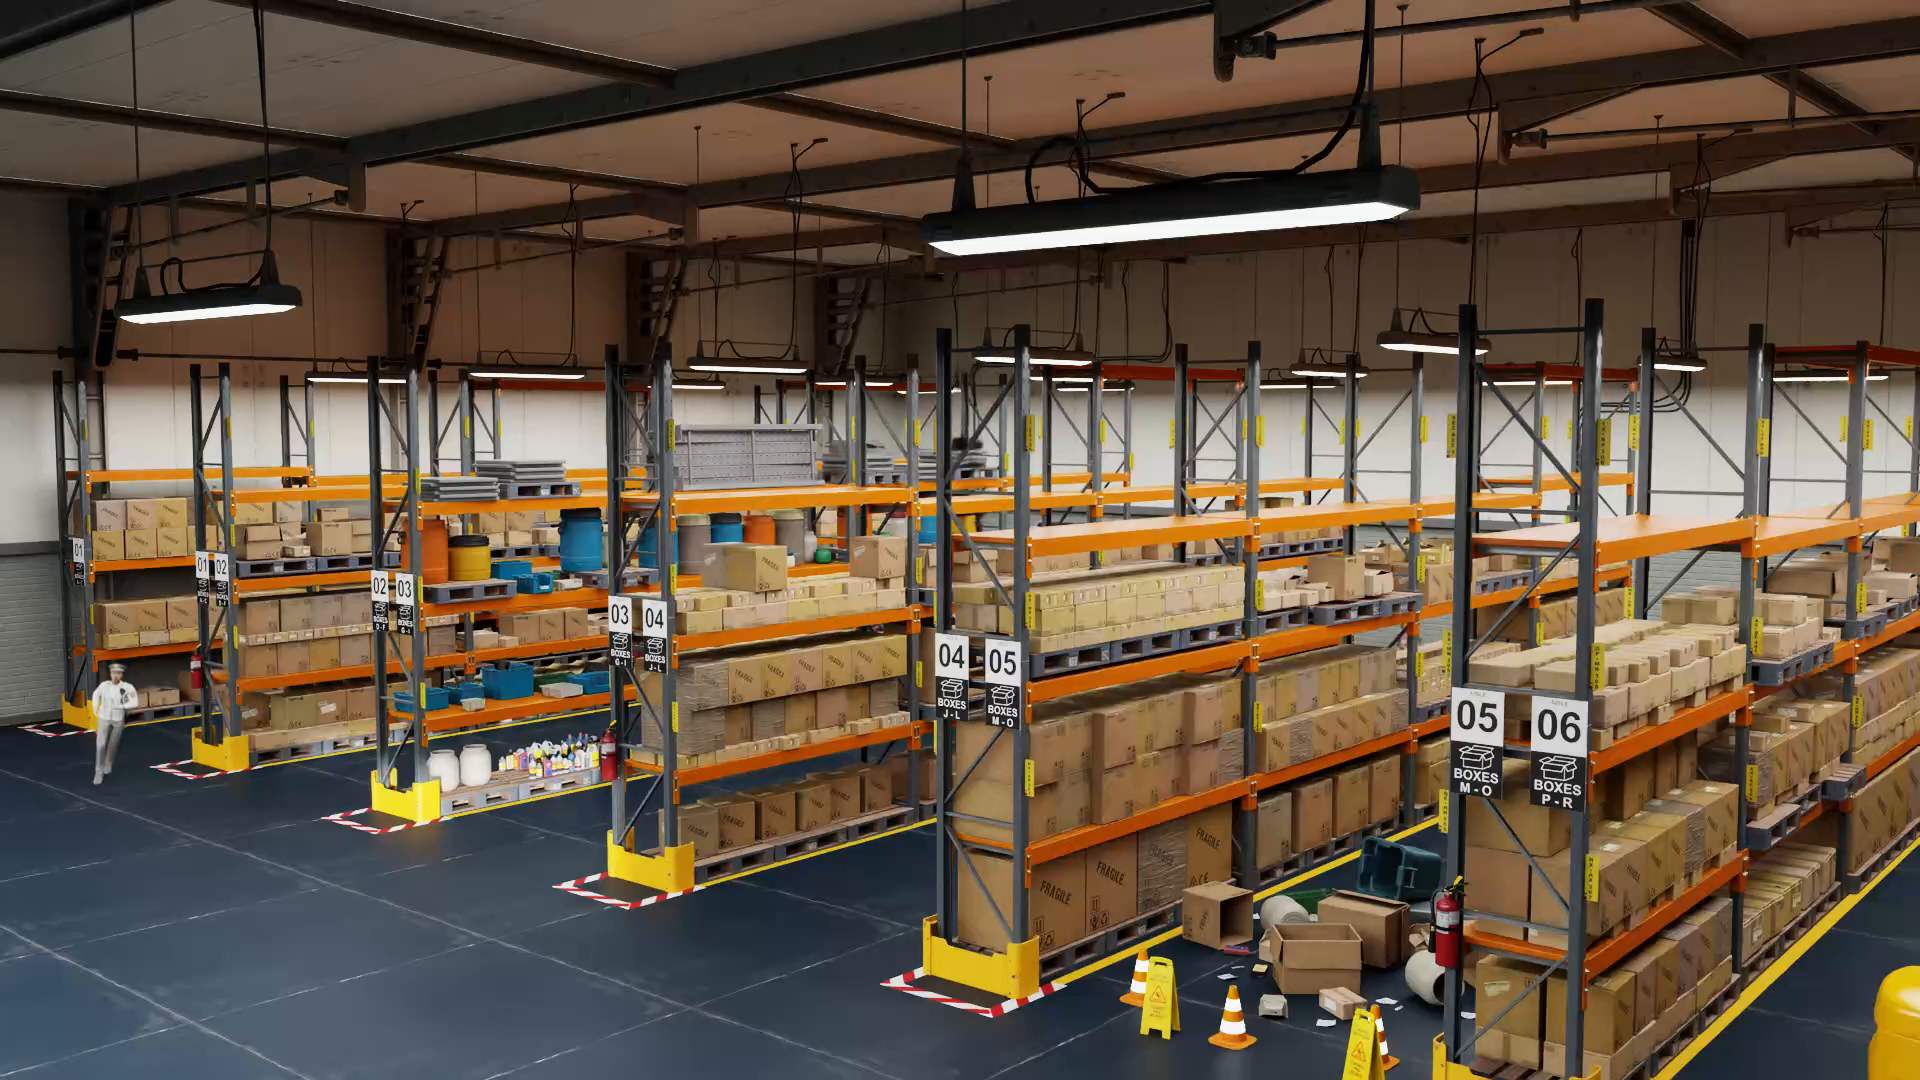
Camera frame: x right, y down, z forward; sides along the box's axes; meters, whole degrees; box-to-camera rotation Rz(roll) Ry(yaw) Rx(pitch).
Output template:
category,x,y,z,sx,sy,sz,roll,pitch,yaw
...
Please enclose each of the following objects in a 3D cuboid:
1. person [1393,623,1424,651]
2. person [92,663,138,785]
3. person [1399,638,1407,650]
category,x,y,z,sx,sy,sz,roll,pitch,yaw
person,8.160,2.210,30.240,0.560,1.546,0.687,1,4,15
person,-12.147,2.622,23.937,0.606,1.721,0.777,-2,4,-20
person,7.063,2.436,26.250,0.643,1.814,0.864,3,5,40
